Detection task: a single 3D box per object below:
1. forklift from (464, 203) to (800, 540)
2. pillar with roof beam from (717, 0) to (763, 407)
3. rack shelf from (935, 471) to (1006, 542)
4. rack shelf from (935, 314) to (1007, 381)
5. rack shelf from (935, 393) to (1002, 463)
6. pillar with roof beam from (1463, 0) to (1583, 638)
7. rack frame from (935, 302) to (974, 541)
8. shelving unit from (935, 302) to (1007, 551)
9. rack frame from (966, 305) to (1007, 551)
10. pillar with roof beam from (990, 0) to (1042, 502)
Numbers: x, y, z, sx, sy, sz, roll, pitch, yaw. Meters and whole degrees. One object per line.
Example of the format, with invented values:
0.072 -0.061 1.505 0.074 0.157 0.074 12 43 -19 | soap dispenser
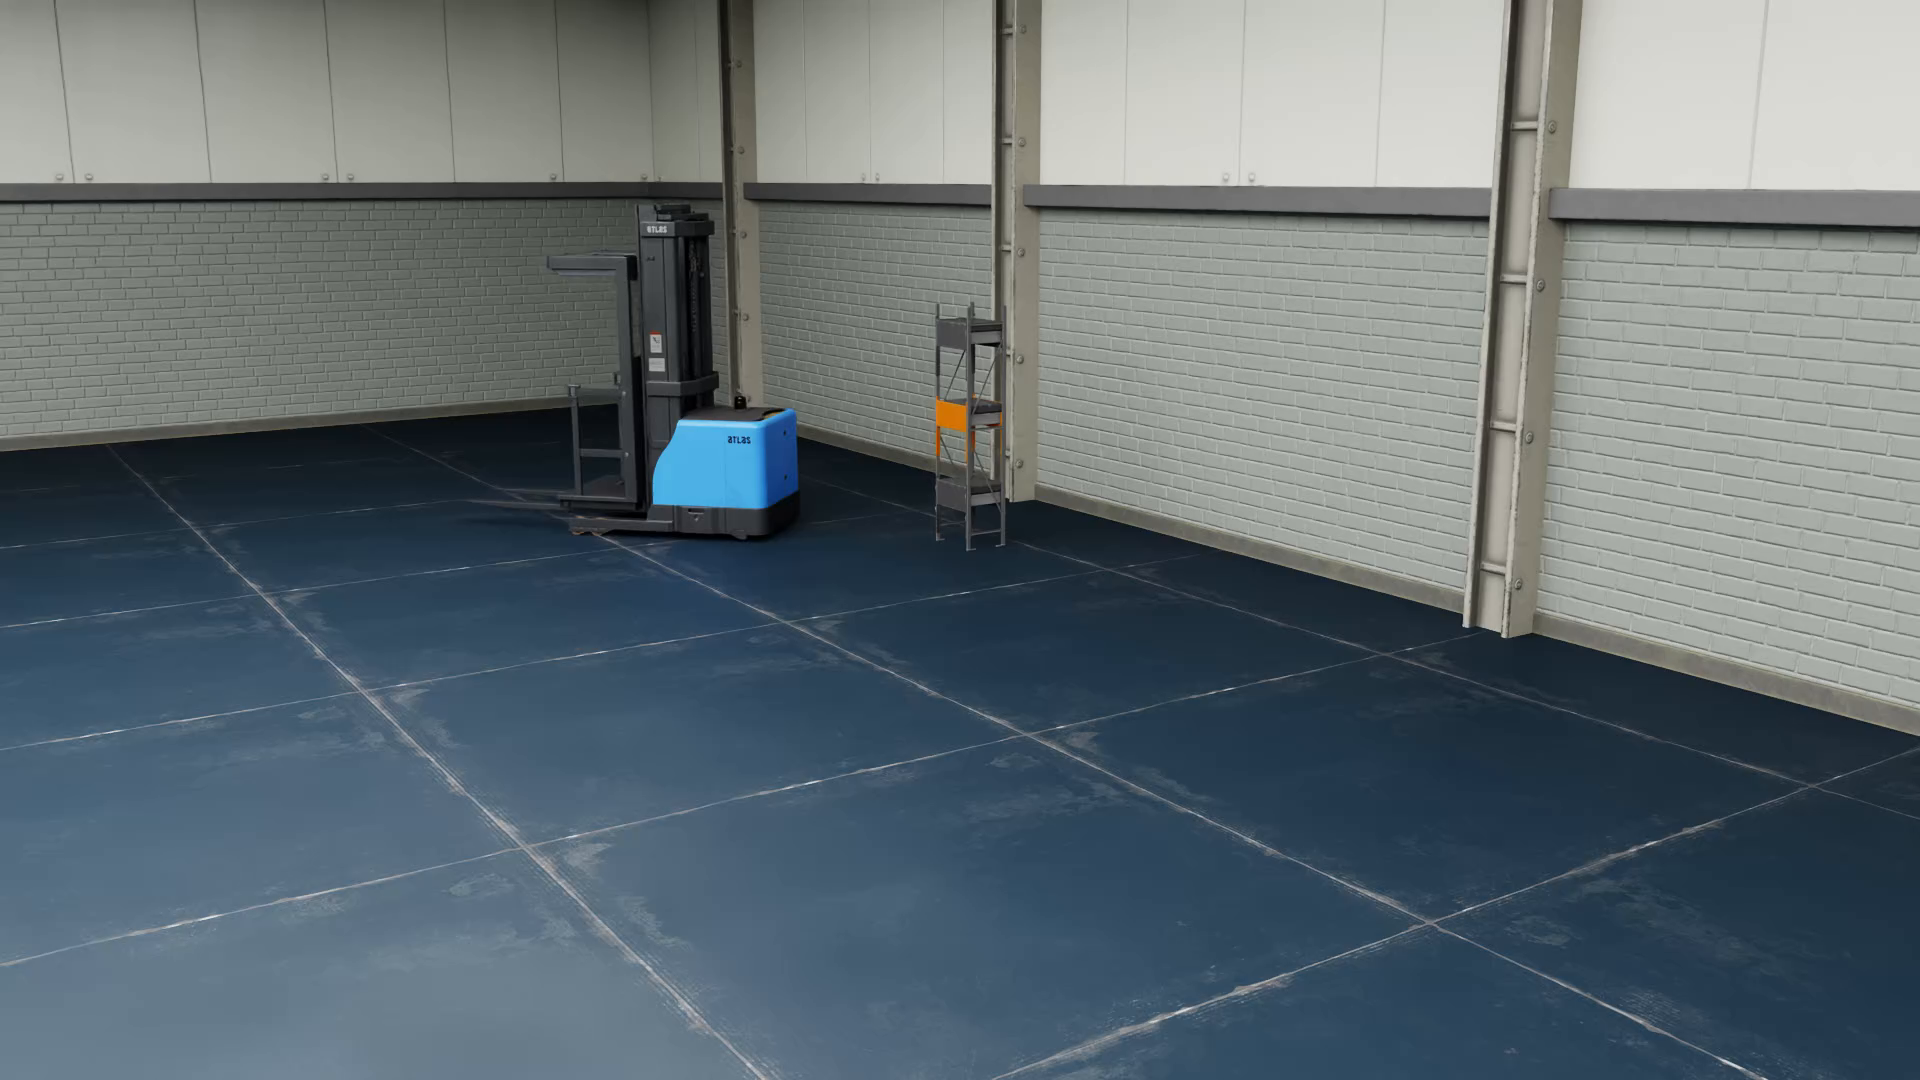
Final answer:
-3.073 -1.577 15.210 3.031 2.935 1.130 3 13 12 | forklift
-6.367 -5.382 18.409 9.100 9.000 0.400 -8 15 -33 | pillar with roof beam
0.092 -0.299 14.655 0.431 0.518 0.480 -8 15 -33 | rack shelf
0.092 -1.667 14.356 0.431 0.518 0.480 -8 15 -33 | rack shelf
0.092 -0.983 14.506 0.431 0.518 0.480 -8 15 -33 | rack shelf
0.282 -3.248 8.650 9.100 9.000 0.400 -8 15 -33 | pillar with roof beam
-0.043 -1.040 14.701 0.400 2.100 0.015 -8 15 -33 | rack frame
0.092 -0.996 14.503 0.431 2.100 0.503 -8 15 -33 | shelving unit
0.227 -0.953 14.304 0.400 2.100 0.015 -8 15 -33 | rack frame
-3.042 -4.315 13.529 9.100 9.000 0.400 -8 15 -33 | pillar with roof beam
